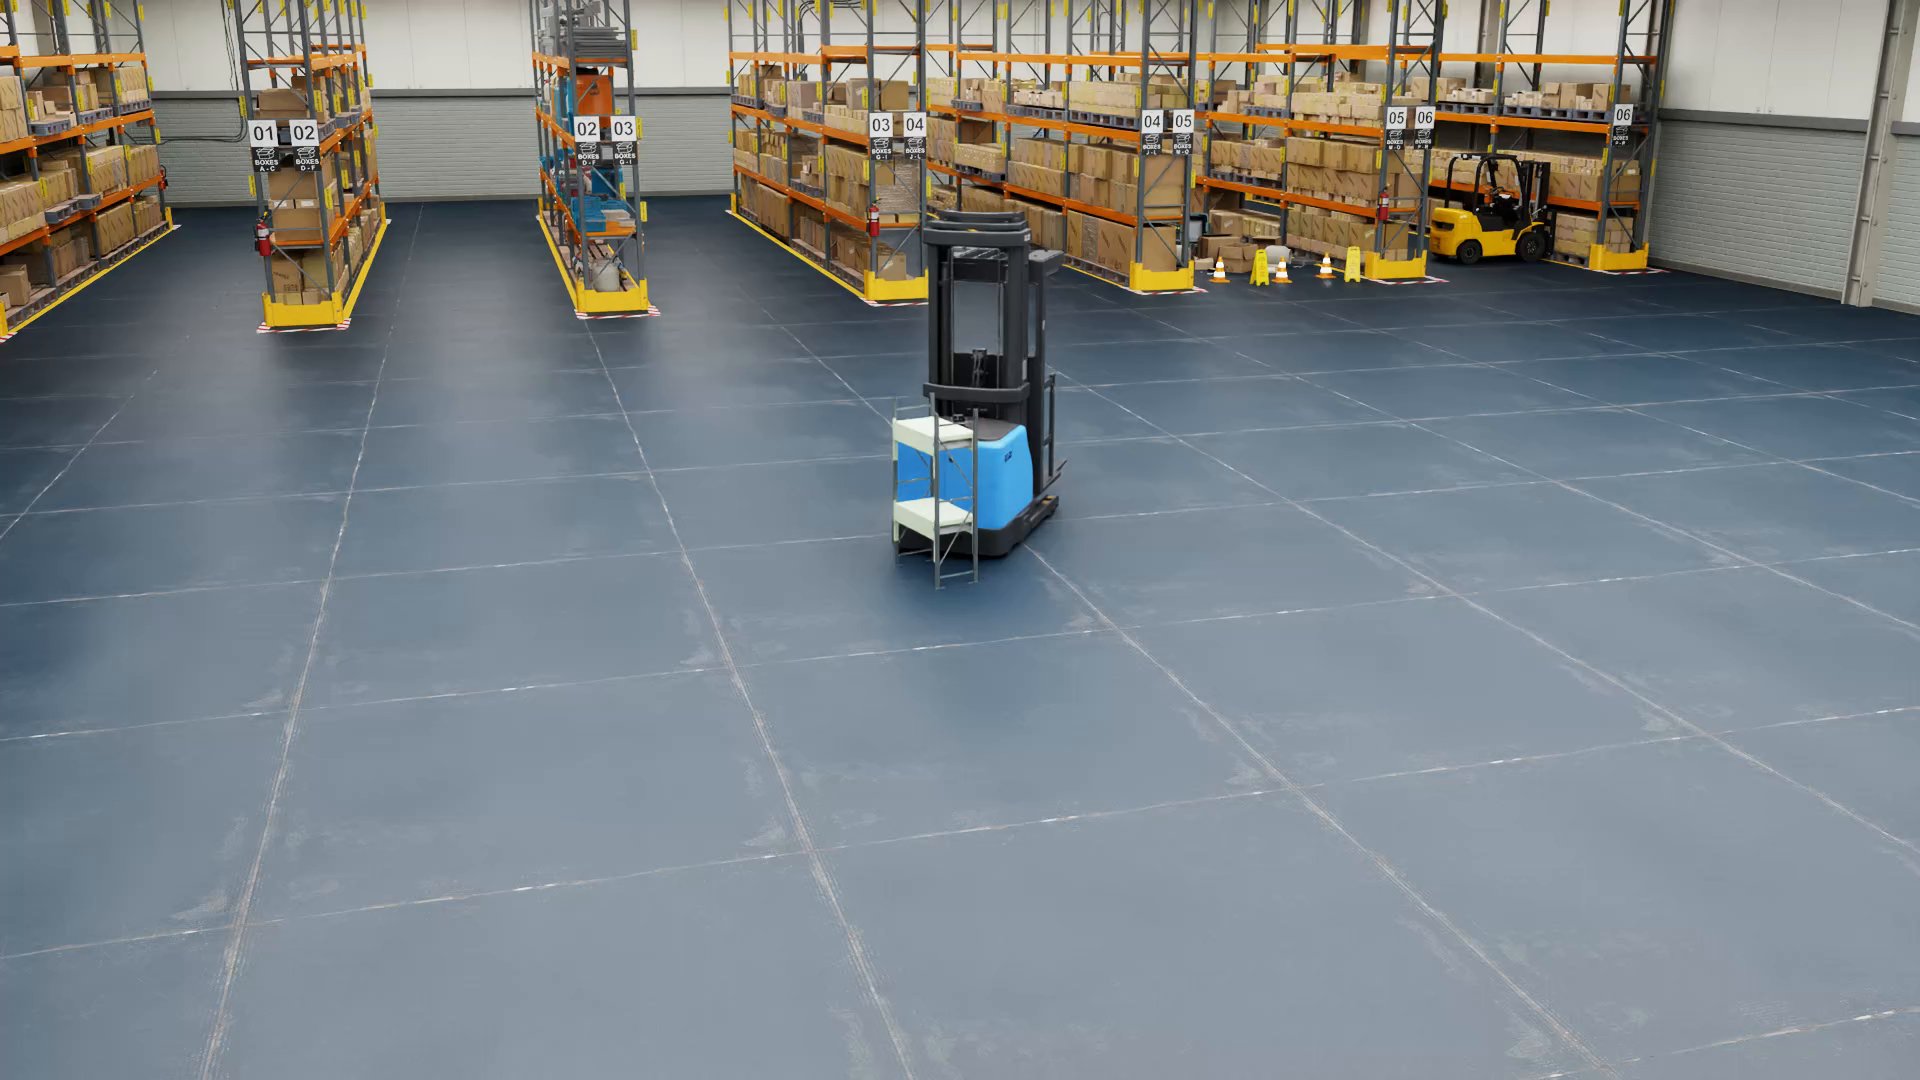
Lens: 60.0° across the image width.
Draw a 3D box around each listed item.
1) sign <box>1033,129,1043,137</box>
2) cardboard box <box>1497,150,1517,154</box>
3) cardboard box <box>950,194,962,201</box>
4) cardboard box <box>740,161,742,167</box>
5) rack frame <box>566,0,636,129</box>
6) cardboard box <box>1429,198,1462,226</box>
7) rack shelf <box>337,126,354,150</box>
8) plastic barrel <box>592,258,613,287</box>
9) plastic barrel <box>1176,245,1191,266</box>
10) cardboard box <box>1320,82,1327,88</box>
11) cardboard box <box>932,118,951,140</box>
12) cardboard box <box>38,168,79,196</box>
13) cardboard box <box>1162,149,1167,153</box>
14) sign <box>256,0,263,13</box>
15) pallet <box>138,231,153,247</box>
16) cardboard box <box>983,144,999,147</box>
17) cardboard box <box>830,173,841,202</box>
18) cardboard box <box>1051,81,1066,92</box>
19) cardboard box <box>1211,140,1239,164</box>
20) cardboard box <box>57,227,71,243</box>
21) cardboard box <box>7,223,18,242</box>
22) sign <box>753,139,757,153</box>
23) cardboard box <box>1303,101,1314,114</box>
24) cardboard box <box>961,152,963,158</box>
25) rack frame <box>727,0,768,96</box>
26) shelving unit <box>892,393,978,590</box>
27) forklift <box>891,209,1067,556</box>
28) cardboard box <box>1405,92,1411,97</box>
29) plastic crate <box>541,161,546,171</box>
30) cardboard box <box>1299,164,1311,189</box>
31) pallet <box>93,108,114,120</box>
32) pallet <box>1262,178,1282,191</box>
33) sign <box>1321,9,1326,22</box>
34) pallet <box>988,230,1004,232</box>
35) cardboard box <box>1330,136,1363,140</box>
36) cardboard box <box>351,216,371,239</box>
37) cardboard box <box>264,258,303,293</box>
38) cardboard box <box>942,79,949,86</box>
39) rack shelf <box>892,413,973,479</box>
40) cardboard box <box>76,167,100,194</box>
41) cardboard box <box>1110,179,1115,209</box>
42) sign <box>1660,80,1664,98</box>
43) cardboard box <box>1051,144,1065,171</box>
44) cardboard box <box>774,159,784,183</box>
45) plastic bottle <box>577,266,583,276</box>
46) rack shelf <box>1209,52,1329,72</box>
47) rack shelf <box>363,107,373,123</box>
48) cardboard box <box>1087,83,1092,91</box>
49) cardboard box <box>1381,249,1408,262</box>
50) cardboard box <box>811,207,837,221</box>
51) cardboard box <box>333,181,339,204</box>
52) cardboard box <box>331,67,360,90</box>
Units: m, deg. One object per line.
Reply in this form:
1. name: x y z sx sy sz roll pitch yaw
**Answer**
1. sign: 2.414 -12.642 51.653 0.327 0.218 0.001 -5 17 -15
2. cardboard box: 11.921 -8.405 36.199 0.380 0.149 0.250 -4 17 -14
3. cardboard box: -0.040 -8.682 42.131 0.380 0.149 0.250 -4 17 -15
4. cardboard box: -5.415 -9.630 42.530 0.380 0.149 0.250 -5 17 -16
5. rack frame: -5.845 -8.214 26.953 1.000 3.000 0.127 -5 17 -15
6. cardboard box: 11.550 -7.646 38.889 0.875 0.625 0.625 -5 18 -18
7. rack shelf: -12.257 -7.702 31.713 1.077 0.370 4.000 -5 17 -15
8. plastic barrel: -6.237 -4.665 29.161 0.421 0.512 0.421 0 17 0
9. plastic barrel: 4.402 -5.777 33.745 0.512 0.421 0.421 7 18 23
10. cardboard box: 9.580 -11.819 43.185 0.380 0.149 0.250 -4 17 -14
11. cardboard box: -0.405 -10.621 42.965 0.500 0.500 0.500 -5 18 -17
12. cardboard box: -17.430 -6.900 32.068 0.700 0.500 0.500 -7 18 -22
13. cardboard box: 5.281 -9.575 41.304 0.500 0.250 0.500 -4 17 -15
14. sign: -12.226 -9.369 29.037 0.100 0.325 0.005 -5 17 -15
15. pallet: -18.802 -6.758 37.381 1.003 0.211 1.213 -5 17 -15
16. cardboard box: 0.789 -9.612 40.707 0.380 0.149 0.250 -5 17 -17
17. cardboard box: -2.014 -6.759 31.846 0.875 0.500 0.500 -5 17 -15
18. cardboard box: 2.263 -9.584 35.651 0.500 0.500 0.500 -5 17 -15
19. cardboard box: 6.149 -8.978 38.502 0.500 0.500 0.500 -5 17 -17
20. cardboard box: -17.224 -5.786 31.573 0.500 0.250 0.500 -4 17 -14
21. cardboard box: -15.490 -4.939 26.705 0.500 0.250 0.500 -5 17 -16
22. sign: -4.913 -9.460 39.887 0.100 0.325 0.005 -5 17 -15
23. cardboard box: 7.355 -8.844 34.009 0.500 0.250 0.500 -5 17 -16
24. cardboard box: 0.227 -9.351 40.356 0.380 0.149 0.250 -4 17 -14
25. rack frame: -5.479 -13.031 42.990 1.000 3.000 0.127 -5 17 -15
26. shelving unit: -0.214 -0.420 14.042 0.431 1.500 0.755 -9 19 -29
27. forklift: 0.325 -1.647 15.639 1.130 2.935 3.031 5 18 17
28. cardboard box: 10.823 -10.576 39.531 0.380 0.166 0.250 -5 17 -15
29. plastic crate: -10.046 -9.174 40.762 0.416 0.233 0.300 -5 17 -15
30. cardboard box: 7.360 -7.532 34.420 0.500 0.500 0.500 -5 17 -15
31. pallet: -18.369 -8.972 35.024 0.805 0.209 1.217 -5 18 -17
32. pallet: 7.277 -7.753 36.181 1.003 0.211 1.213 -5 17 -15
33. sign: 9.393 -13.549 42.954 0.100 0.325 0.005 -5 17 -15
34. pallet: 1.302 -7.190 38.820 1.003 0.211 1.213 -5 17 -15
35. cardboard box: 9.980 -10.183 43.032 0.700 0.500 0.500 -5 17 -15
36. cardboard box: -13.088 -6.753 36.097 0.500 0.500 0.500 -5 18 -17
37. cardboard box: -11.042 -4.319 27.159 0.500 0.500 0.500 -5 17 -15
38. cardboard box: -0.227 -11.564 42.017 0.380 0.149 0.250 -5 18 -17
39. rack shelf: -0.214 -0.794 13.930 0.431 0.370 0.720 -9 19 -29
40. cardboard box: -17.456 -7.125 33.030 0.500 0.500 0.500 -4 17 -14
41. cardboard box: 3.364 -6.583 31.690 0.875 0.550 0.550 -5 17 -15
42. sign: 13.753 -8.845 32.610 0.100 0.325 0.005 -5 17 -15
43. cardboard box: 2.330 -8.009 34.786 0.700 0.500 0.500 -5 17 -16
44. cardboard box: -3.932 -8.392 37.799 0.500 0.500 0.500 -5 18 -17
45. plastic bottle: -6.814 -4.792 29.960 0.152 0.276 0.135 -5 17 -15
46. rack shelf: 6.797 -10.513 36.551 1.077 0.370 4.000 -5 17 -15
47. rack shelf: -14.456 -9.915 39.080 1.077 0.370 4.000 -5 17 -15
48. cardboard box: 2.670 -8.741 32.068 0.380 0.149 0.250 -5 17 -15
49. cardboard box: 8.490 -5.645 32.879 0.500 0.250 0.500 -5 17 -16
50. cardboard box: -2.912 -6.989 35.580 0.500 0.250 0.500 -3 17 -9
51. cardboard box: -12.185 -6.603 31.843 0.500 0.500 0.500 -5 17 -15
52. cardboard box: -14.078 -10.514 37.912 0.700 0.500 0.500 -5 17 -15
